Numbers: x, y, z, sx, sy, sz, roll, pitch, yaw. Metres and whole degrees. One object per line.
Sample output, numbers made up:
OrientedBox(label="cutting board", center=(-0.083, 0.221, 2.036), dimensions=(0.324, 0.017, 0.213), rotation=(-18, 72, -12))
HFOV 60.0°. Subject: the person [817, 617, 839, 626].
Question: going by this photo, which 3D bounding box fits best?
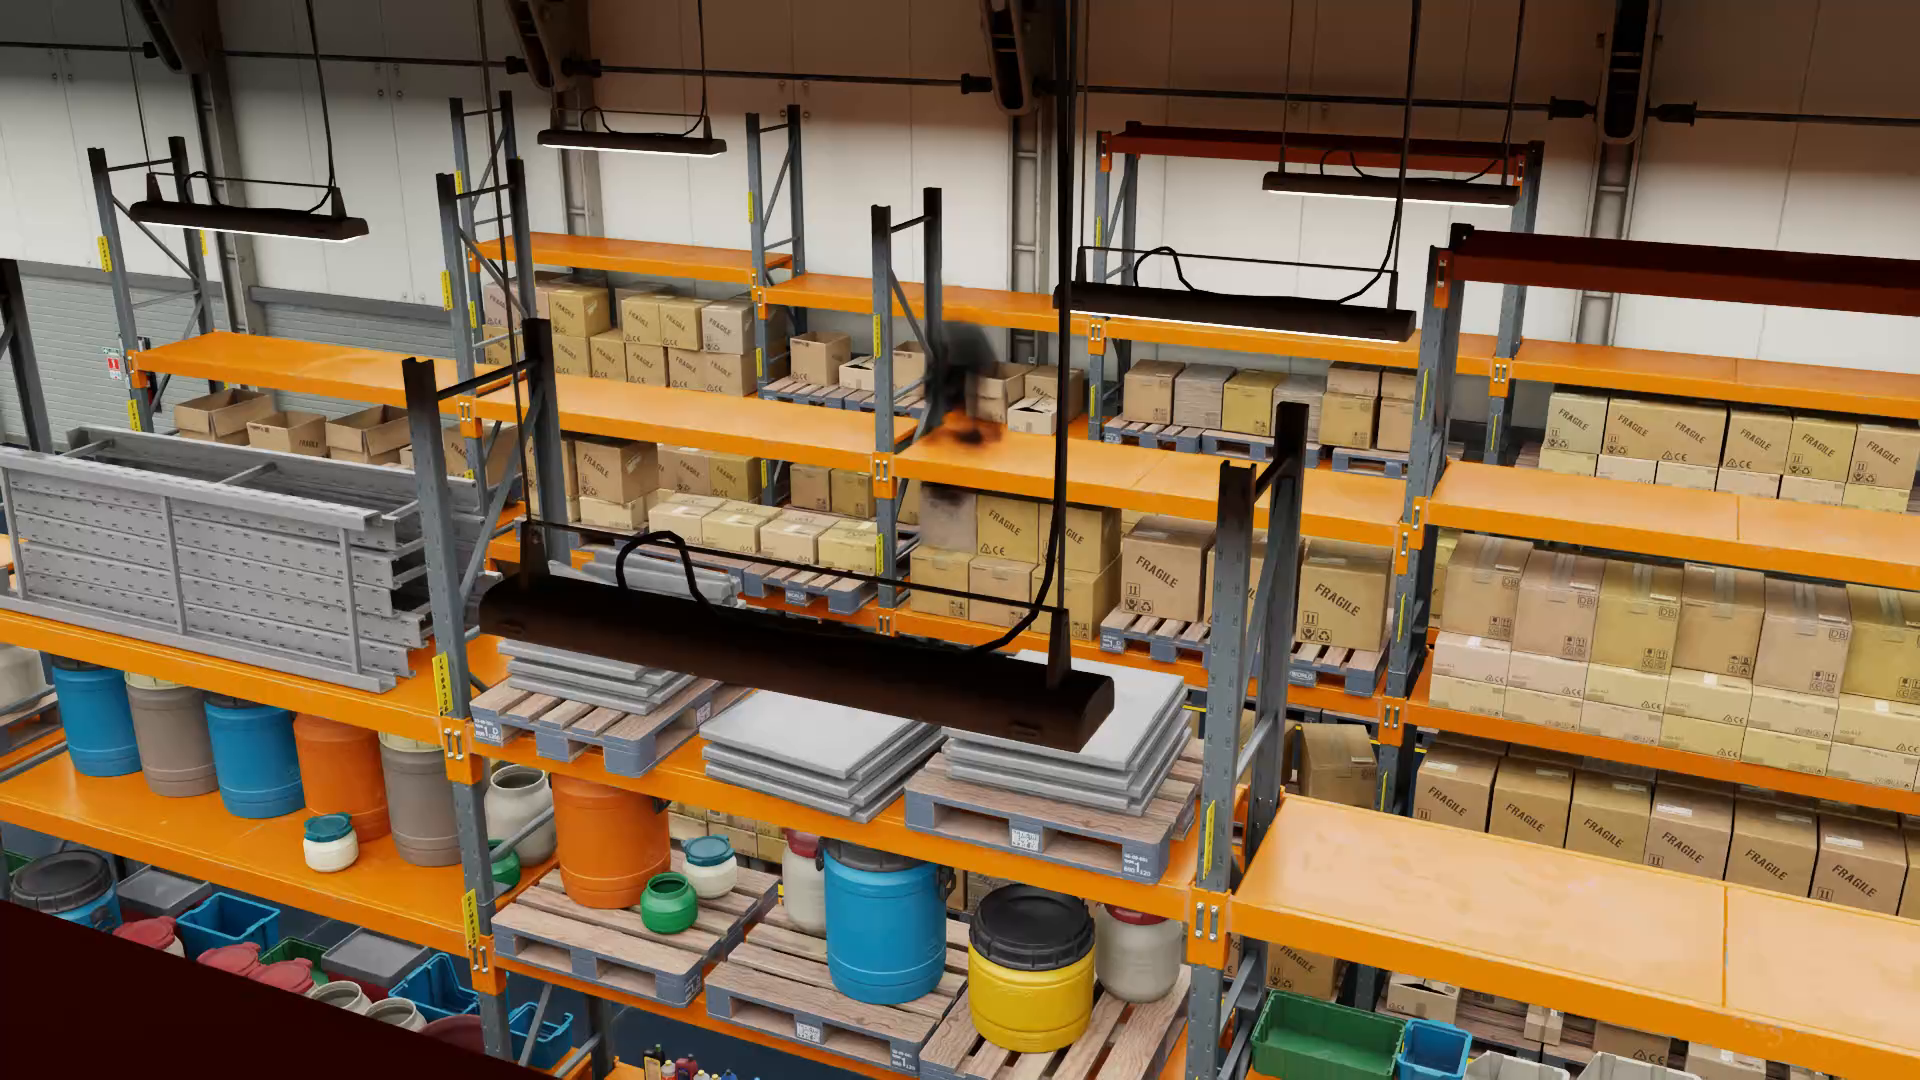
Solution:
OrientedBox(label="person", center=(-1.290, 1.453, 16.543), dimensions=(0.573, 1.630, 0.565), rotation=(11, 23, 27))
